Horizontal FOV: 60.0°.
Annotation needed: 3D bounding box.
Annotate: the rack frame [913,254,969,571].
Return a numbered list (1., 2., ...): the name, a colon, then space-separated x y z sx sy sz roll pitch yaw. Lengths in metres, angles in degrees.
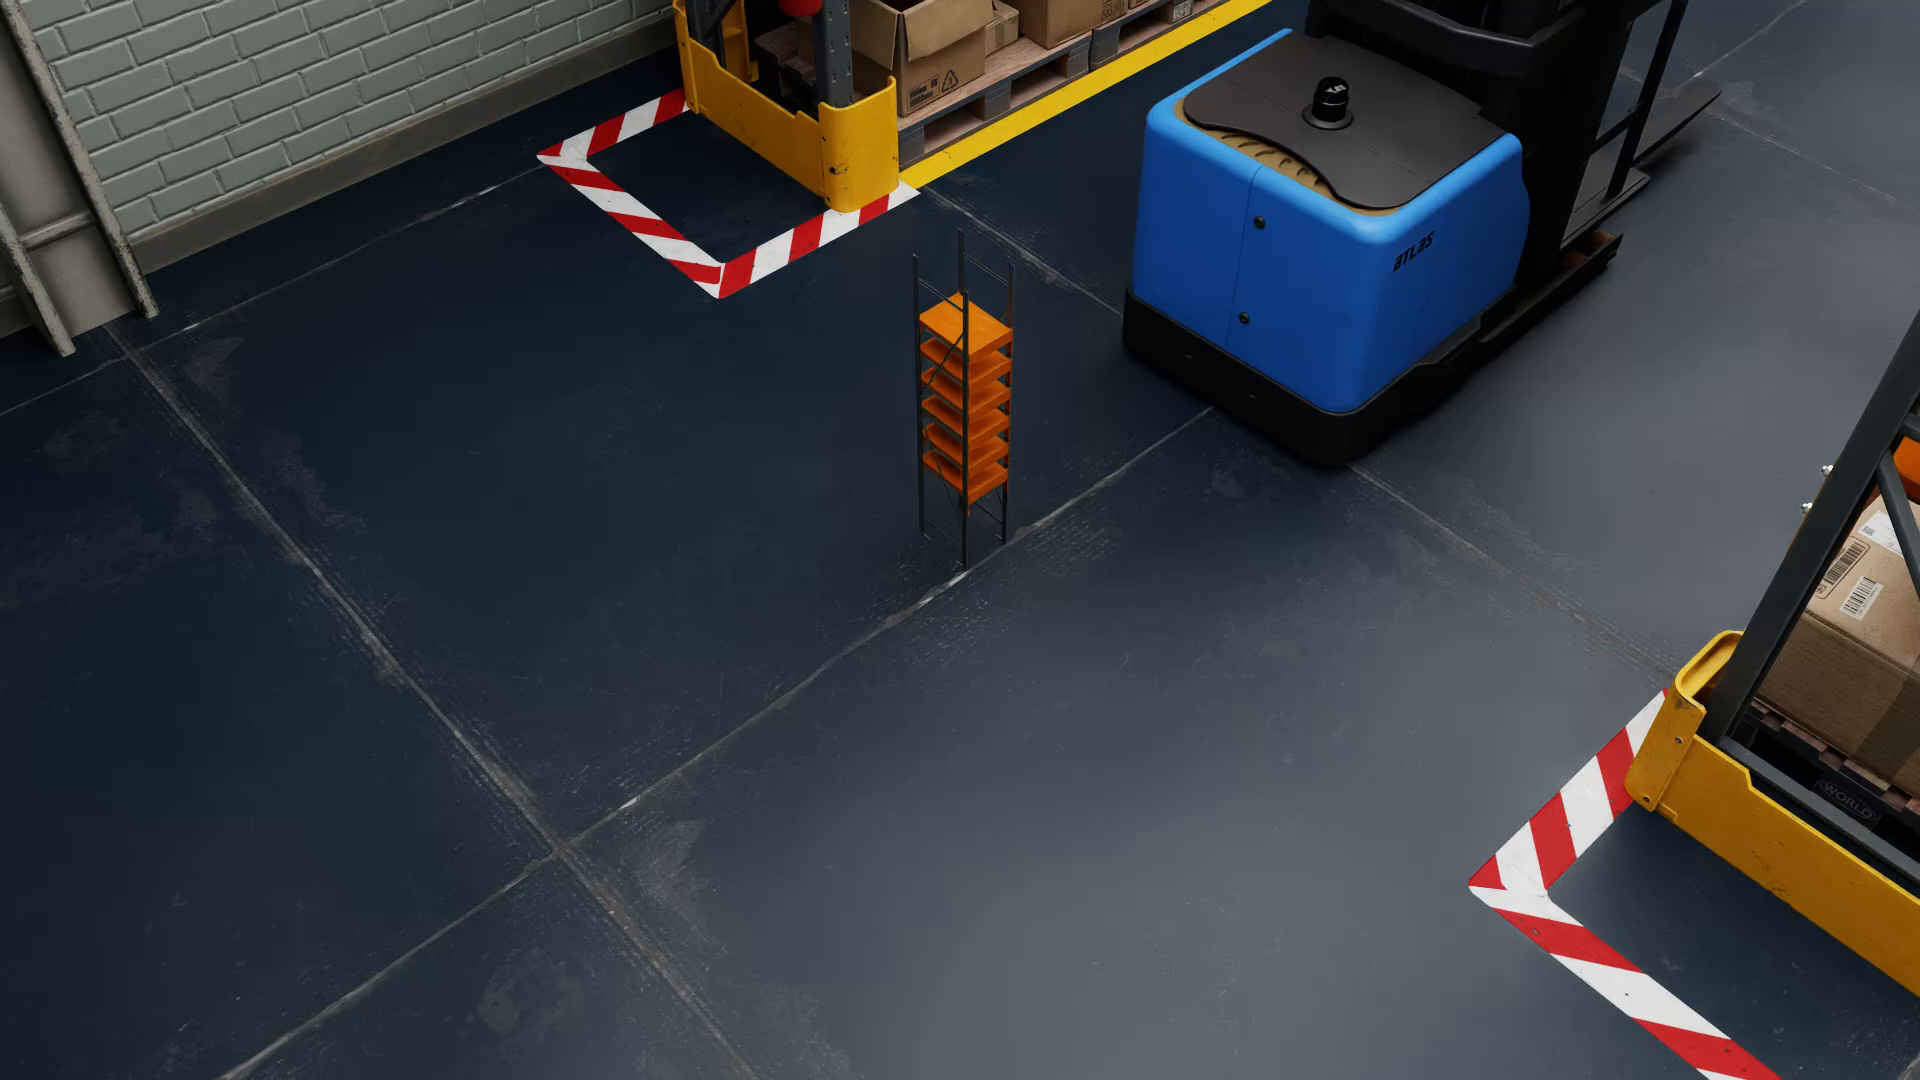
1. rack frame: -0.057 -0.369 5.274 0.006 1.200 0.240 -34 56 -27

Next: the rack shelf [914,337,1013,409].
1. rack shelf: 0.011 -0.547 5.172 0.180 0.103 0.258 -34 56 -27

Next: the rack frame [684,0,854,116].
1. rack frame: -0.811 -2.744 6.241 0.127 3.000 1.000 -34 56 -27

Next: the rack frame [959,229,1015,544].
1. rack frame: 0.078 -0.459 5.357 0.006 1.200 0.240 -34 56 -27

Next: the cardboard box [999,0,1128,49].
1. cardboard box: 0.364 -2.691 7.607 0.500 0.500 0.700 -32 55 -26

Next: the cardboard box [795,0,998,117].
1. cardboard box: -0.295 -2.290 7.235 0.637 0.503 0.797 -36 57 -28

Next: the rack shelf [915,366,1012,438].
1. rack shelf: 0.011 -0.465 5.260 0.180 0.103 0.258 -34 56 -27

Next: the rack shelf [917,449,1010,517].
1. rack shelf: 0.011 -0.221 5.525 0.180 0.103 0.258 -34 56 -27

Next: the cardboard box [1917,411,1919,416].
1. cardboard box: 2.710 -0.463 4.068 0.500 0.500 0.500 -33 56 -27

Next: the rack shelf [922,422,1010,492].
1. rack shelf: 0.011 -0.303 5.436 0.180 0.103 0.258 -34 56 -27

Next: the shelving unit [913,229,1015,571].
1. shelving unit: 0.011 -0.414 5.316 0.189 1.200 0.258 -34 56 -27

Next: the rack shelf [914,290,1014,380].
1. rack shelf: 0.011 -0.628 5.084 0.180 0.103 0.258 -34 56 -27

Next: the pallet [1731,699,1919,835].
1. pallet: 3.070 0.461 5.181 1.213 0.211 1.003 -34 56 -27

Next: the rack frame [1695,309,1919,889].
1. rack frame: 2.531 -0.046 3.752 0.127 3.000 1.000 -34 56 -27

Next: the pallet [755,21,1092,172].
1. pallet: -0.166 -2.230 7.664 1.213 0.211 1.003 -34 56 -27

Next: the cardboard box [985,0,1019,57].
1. cardboard box: 0.046 -2.359 7.540 0.250 0.149 0.380 -36 57 -28

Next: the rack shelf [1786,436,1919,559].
1. rack shelf: 4.011 -0.791 4.929 4.000 0.370 1.077 -34 56 -27

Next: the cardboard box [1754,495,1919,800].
1. cardboard box: 2.952 0.299 4.891 0.875 0.438 0.875 -36 57 -28

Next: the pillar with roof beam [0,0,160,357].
1. pillar with roof beam: -0.516 -1.594 1.098 0.400 9.000 9.100 -34 56 -27

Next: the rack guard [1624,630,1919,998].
1. rack guard: 2.513 0.813 4.660 0.348 0.500 1.175 -34 56 -27

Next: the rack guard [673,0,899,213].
1. rack guard: -0.755 -1.934 7.194 0.348 0.500 1.175 -34 56 -27

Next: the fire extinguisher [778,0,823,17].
1. fire extinguisher: -0.609 -2.267 6.107 0.183 0.674 0.296 -34 56 -27

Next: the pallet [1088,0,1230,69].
1. pallet: 0.737 -2.830 8.218 1.213 0.211 1.003 -34 56 -27

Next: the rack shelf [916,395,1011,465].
1. rack shelf: 0.011 -0.384 5.348 0.180 0.103 0.258 -34 56 -27

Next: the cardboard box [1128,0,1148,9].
1. cardboard box: 0.822 -2.898 7.798 0.500 0.500 0.500 -33 55 -27

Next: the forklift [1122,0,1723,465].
1. forklift: 2.026 -2.231 5.814 3.031 2.935 1.130 -36 57 -28
